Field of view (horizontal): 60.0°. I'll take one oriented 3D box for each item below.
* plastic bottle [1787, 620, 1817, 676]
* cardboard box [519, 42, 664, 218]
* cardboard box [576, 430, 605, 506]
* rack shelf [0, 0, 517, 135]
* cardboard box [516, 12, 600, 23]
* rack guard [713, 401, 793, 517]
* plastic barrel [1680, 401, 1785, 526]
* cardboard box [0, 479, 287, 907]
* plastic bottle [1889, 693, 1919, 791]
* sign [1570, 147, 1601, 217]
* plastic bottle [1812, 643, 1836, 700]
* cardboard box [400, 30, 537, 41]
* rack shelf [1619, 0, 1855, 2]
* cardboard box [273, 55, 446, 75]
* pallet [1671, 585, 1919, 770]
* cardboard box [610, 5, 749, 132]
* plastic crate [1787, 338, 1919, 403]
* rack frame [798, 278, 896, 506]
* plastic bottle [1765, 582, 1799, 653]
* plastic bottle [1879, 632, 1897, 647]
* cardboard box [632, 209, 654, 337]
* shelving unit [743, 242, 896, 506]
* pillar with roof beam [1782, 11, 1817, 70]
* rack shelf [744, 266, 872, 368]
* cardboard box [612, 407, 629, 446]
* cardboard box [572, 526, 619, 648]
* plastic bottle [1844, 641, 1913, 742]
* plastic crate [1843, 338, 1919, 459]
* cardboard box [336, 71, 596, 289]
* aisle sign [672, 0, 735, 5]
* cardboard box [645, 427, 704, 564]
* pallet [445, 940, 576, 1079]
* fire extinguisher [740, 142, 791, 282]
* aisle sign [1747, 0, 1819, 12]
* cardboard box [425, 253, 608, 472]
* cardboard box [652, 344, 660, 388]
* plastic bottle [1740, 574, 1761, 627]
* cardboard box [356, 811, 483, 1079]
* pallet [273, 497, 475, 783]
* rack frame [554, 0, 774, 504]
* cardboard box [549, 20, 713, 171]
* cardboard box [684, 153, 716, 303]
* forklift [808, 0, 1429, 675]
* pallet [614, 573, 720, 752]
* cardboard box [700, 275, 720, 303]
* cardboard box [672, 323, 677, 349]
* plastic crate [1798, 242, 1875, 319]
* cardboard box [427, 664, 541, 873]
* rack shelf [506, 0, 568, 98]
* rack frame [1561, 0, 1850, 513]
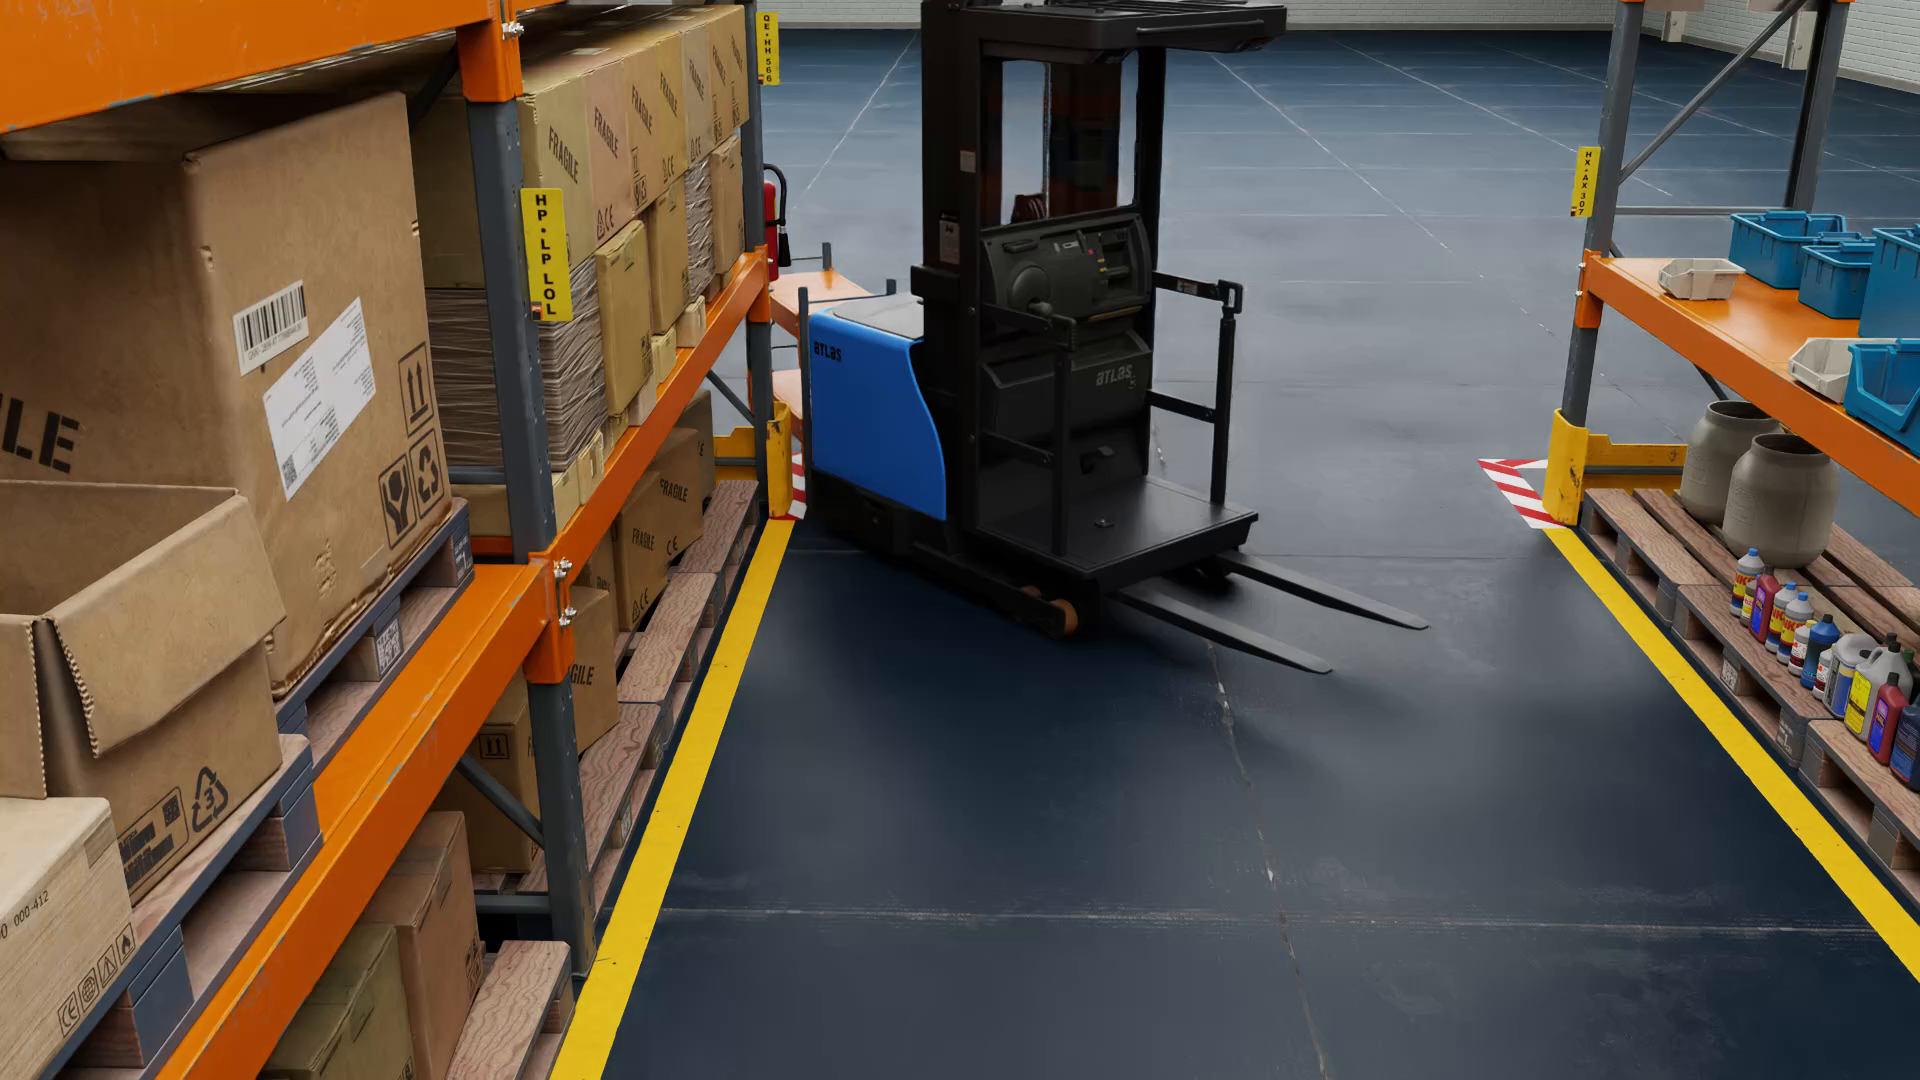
[{"bbox_3d":[3.121,0.393,6.129,0.097,0.201,0.097,0,21,0],"label":"plastic bottle"},{"bbox_3d":[-1.271,-1.335,5.392,0.500,0.500,0.500,1,21,2],"label":"cardboard box"},{"bbox_3d":[-1.240,-0.210,4.771,0.380,0.149,0.250,1,21,2],"label":"cardboard box"},{"bbox_3d":[-1.629,-0.502,2.025,1.077,0.370,4.000,1,21,2],"label":"rack shelf"},{"bbox_3d":[-1.758,-1.884,6.805,0.500,0.500,0.500,1,21,2],"label":"cardboard box"},{"bbox_3d":[-1.448,-0.416,8.410,1.175,0.500,0.348,1,21,2],"label":"rack guard"},{"bbox_3d":[3.561,-0.351,7.647,0.421,0.512,0.421,0,21,0],"label":"plastic barrel"},{"bbox_3d":[-1.528,0.221,2.588,0.797,0.503,0.637,3,21,7],"label":"cardboard box"},{"bbox_3d":[3.120,0.616,5.347,0.144,0.351,0.185,0,21,-1],"label":"plastic bottle"},{"bbox_3d":[2.955,-1.691,7.857,0.100,0.325,0.005,1,21,2],"label":"sign"},{"bbox_3d":[3.115,0.468,5.937,0.097,0.201,0.097,0,21,0],"label":"plastic bottle"},{"bbox_3d":[-1.780,-1.522,5.873,0.500,0.500,0.500,1,21,2],"label":"cardboard box"},{"bbox_3d":[3.444,-1.894,5.612,1.077,0.370,4.000,1,21,2],"label":"rack shelf"},{"bbox_3d":[-1.815,-1.160,4.941,0.500,0.500,0.500,1,21,2],"label":"cardboard box"},{"bbox_3d":[3.479,0.507,6.429,1.003,0.211,1.213,1,21,2],"label":"pallet"},{"bbox_3d":[-1.216,-2.059,7.256,0.500,0.500,0.500,1,21,2],"label":"cardboard box"},{"bbox_3d":[3.179,-0.575,5.729,0.530,0.136,0.437,1,21,2],"label":"plastic crate"},{"bbox_3d":[-0.554,-0.738,8.376,0.500,1.125,0.032,-9,23,-21],"label":"rack frame"},{"bbox_3d":[3.127,0.289,6.302,0.097,0.271,0.097,0,21,0],"label":"plastic bottle"},{"bbox_3d":[3.245,0.473,5.809,0.061,0.283,0.133,1,21,2],"label":"plastic bottle"},{"bbox_3d":[-1.527,-0.872,5.580,0.875,0.500,0.500,1,21,2],"label":"cardboard box"},{"bbox_3d":[-0.749,-0.908,8.813,0.538,1.125,1.048,-9,23,-21],"label":"shelving unit"},{"bbox_3d":[10.677,-12.704,28.331,9.100,9.000,0.400,1,21,2],"label":"pillar with roof beam"},{"bbox_3d":[-0.749,-1.181,8.707,0.538,0.278,1.000,-9,23,-21],"label":"rack shelf"},{"bbox_3d":[-1.262,-0.391,5.238,0.380,0.149,0.250,1,21,2],"label":"cardboard box"},{"bbox_3d":[-1.566,0.230,6.163,0.500,0.500,0.500,-1,21,-3],"label":"cardboard box"},{"bbox_3d":[3.130,0.500,5.648,0.144,0.351,0.185,1,21,1],"label":"plastic bottle"},{"bbox_3d":[3.145,-0.442,5.226,0.499,0.251,0.616,1,21,2],"label":"plastic crate"},{"bbox_3d":[-1.300,-0.974,4.460,0.500,0.500,0.500,1,21,2],"label":"cardboard box"},{"bbox_3d":[-1.144,-2.840,7.607,0.394,0.787,0.004,1,21,2],"label":"aisle sign"},{"bbox_3d":[-1.466,-0.197,7.265,0.500,0.500,0.500,6,22,16],"label":"cardboard box"},{"bbox_3d":[-1.590,1.419,4.080,1.003,0.211,1.213,1,21,2],"label":"pallet"},{"bbox_3d":[-0.982,-1.609,8.136,0.296,0.674,0.183,1,21,2],"label":"fire extinguisher"},{"bbox_3d":[3.804,-2.789,7.476,0.394,0.787,0.004,1,21,2],"label":"aisle sign"},{"bbox_3d":[-1.492,-0.510,4.647,0.875,0.500,0.500,1,21,2],"label":"cardboard box"},{"bbox_3d":[-1.247,-0.572,5.704,0.380,0.149,0.250,1,21,2],"label":"cardboard box"},{"bbox_3d":[3.135,0.235,6.537,0.097,0.201,0.097,0,21,0],"label":"plastic bottle"},{"bbox_3d":[-1.608,1.020,4.102,0.700,0.500,0.500,-1,21,-3],"label":"cardboard box"},{"bbox_3d":[-1.737,0.202,3.628,1.003,0.211,1.213,1,21,2],"label":"pallet"},{"bbox_3d":[-1.446,-1.609,8.028,1.000,3.000,0.127,1,21,2],"label":"rack frame"},{"bbox_3d":[-1.243,-1.697,6.324,0.500,0.500,0.500,1,21,2],"label":"cardboard box"},{"bbox_3d":[-1.444,-1.233,6.511,0.875,0.500,0.500,1,21,2],"label":"cardboard box"},{"bbox_3d":[0.609,-1.158,6.962,1.130,2.935,3.031,-17,27,-37],"label":"forklift"},{"bbox_3d":[-1.548,0.452,6.572,1.003,0.211,1.213,1,21,2],"label":"pallet"},{"bbox_3d":[-1.236,-1.115,7.102,0.380,0.149,0.250,1,21,2],"label":"cardboard box"},{"bbox_3d":[-1.266,-0.753,6.171,0.380,0.149,0.250,1,21,2],"label":"cardboard box"},{"bbox_3d":[3.763,-1.066,6.835,0.499,0.251,0.408,1,21,2],"label":"plastic crate"},{"bbox_3d":[-1.516,0.663,5.049,0.500,0.500,0.500,0,21,0],"label":"cardboard box"},{"bbox_3d":[-1.507,-1.949,5.752,1.077,0.370,4.000,1,21,2],"label":"rack shelf"},{"bbox_3d":[3.504,-1.554,7.888,1.000,3.000,0.127,1,21,2],"label":"rack frame"}]
